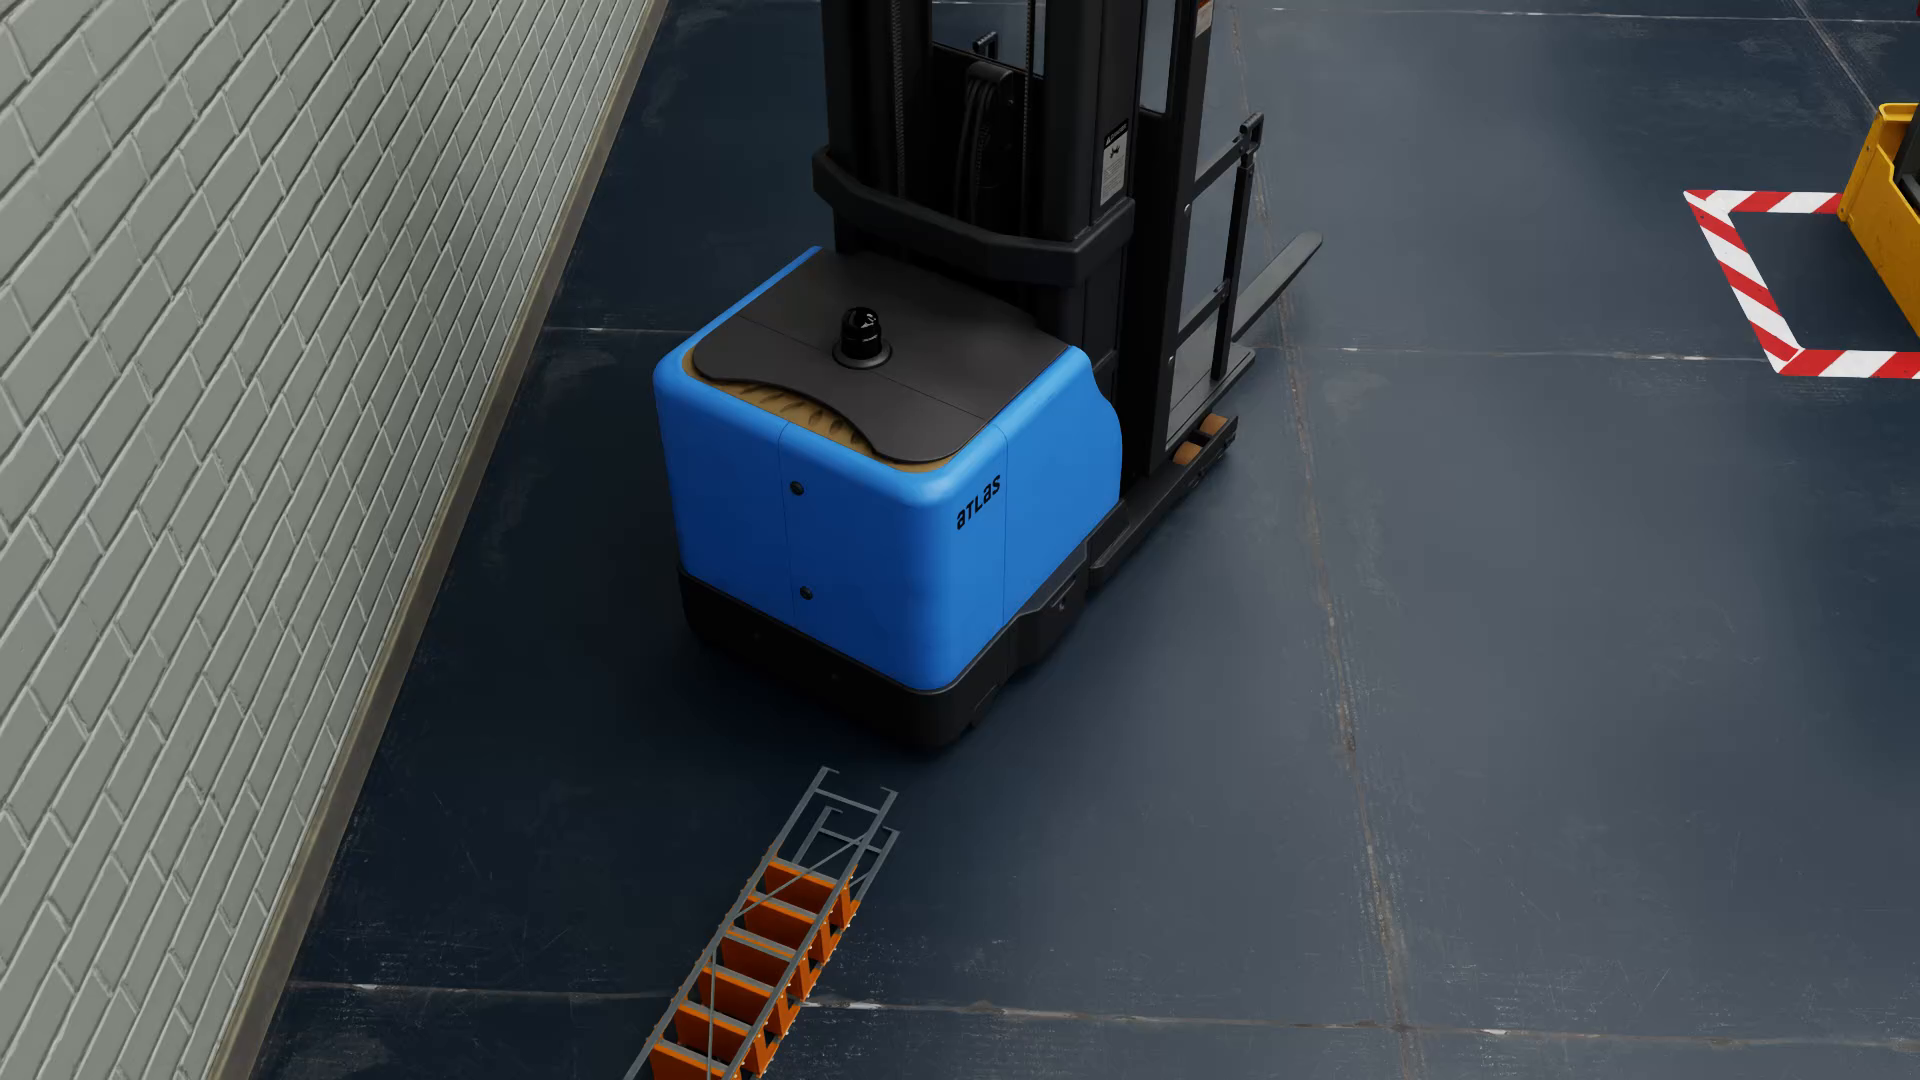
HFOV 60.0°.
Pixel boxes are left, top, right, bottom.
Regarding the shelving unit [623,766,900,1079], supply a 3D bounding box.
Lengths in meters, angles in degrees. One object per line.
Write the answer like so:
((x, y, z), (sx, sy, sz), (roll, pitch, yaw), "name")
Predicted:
((-0.526, 1.126, 4.398), (0.258, 0.189, 1.200), (17, 46, 17), "shelving unit")

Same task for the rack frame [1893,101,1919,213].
((4.014, -2.174, 5.883), (0.127, 3.000, 1.000), (2, 43, 2), "rack frame")

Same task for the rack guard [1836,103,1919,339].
((3.989, -1.251, 6.726), (0.348, 0.500, 1.175), (2, 43, 2), "rack guard")

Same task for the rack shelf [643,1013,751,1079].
((-0.653, 1.324, 4.187), (0.258, 0.180, 0.103), (17, 46, 17), "rack shelf")

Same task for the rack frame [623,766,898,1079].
((-0.526, 1.059, 4.335), (0.240, 0.006, 1.200), (17, 46, 17), "rack frame")

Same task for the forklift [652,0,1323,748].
((0.350, -1.424, 5.128), (1.130, 2.935, 3.031), (25, 48, 24), "forklift")

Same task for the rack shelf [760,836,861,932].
((-0.411, 0.947, 4.587), (0.258, 0.180, 0.103), (17, 46, 17), "rack shelf")

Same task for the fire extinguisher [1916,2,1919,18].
((3.884, -2.323, 6.374), (0.183, 0.674, 0.296), (2, 43, 2), "fire extinguisher")

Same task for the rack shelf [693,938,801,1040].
((-0.556, 1.173, 4.347), (0.258, 0.180, 0.103), (17, 46, 17), "rack shelf")

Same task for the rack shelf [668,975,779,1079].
((-0.604, 1.249, 4.267), (0.258, 0.180, 0.103), (17, 46, 17), "rack shelf")

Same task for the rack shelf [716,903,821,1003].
((-0.508, 1.098, 4.427), (0.258, 0.180, 0.103), (17, 46, 17), "rack shelf")

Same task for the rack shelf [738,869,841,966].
((-0.460, 1.023, 4.507), (0.258, 0.180, 0.103), (17, 46, 17), "rack shelf")

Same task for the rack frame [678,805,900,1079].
((-0.525, 1.193, 4.460), (0.240, 0.006, 1.200), (17, 46, 17), "rack frame")
